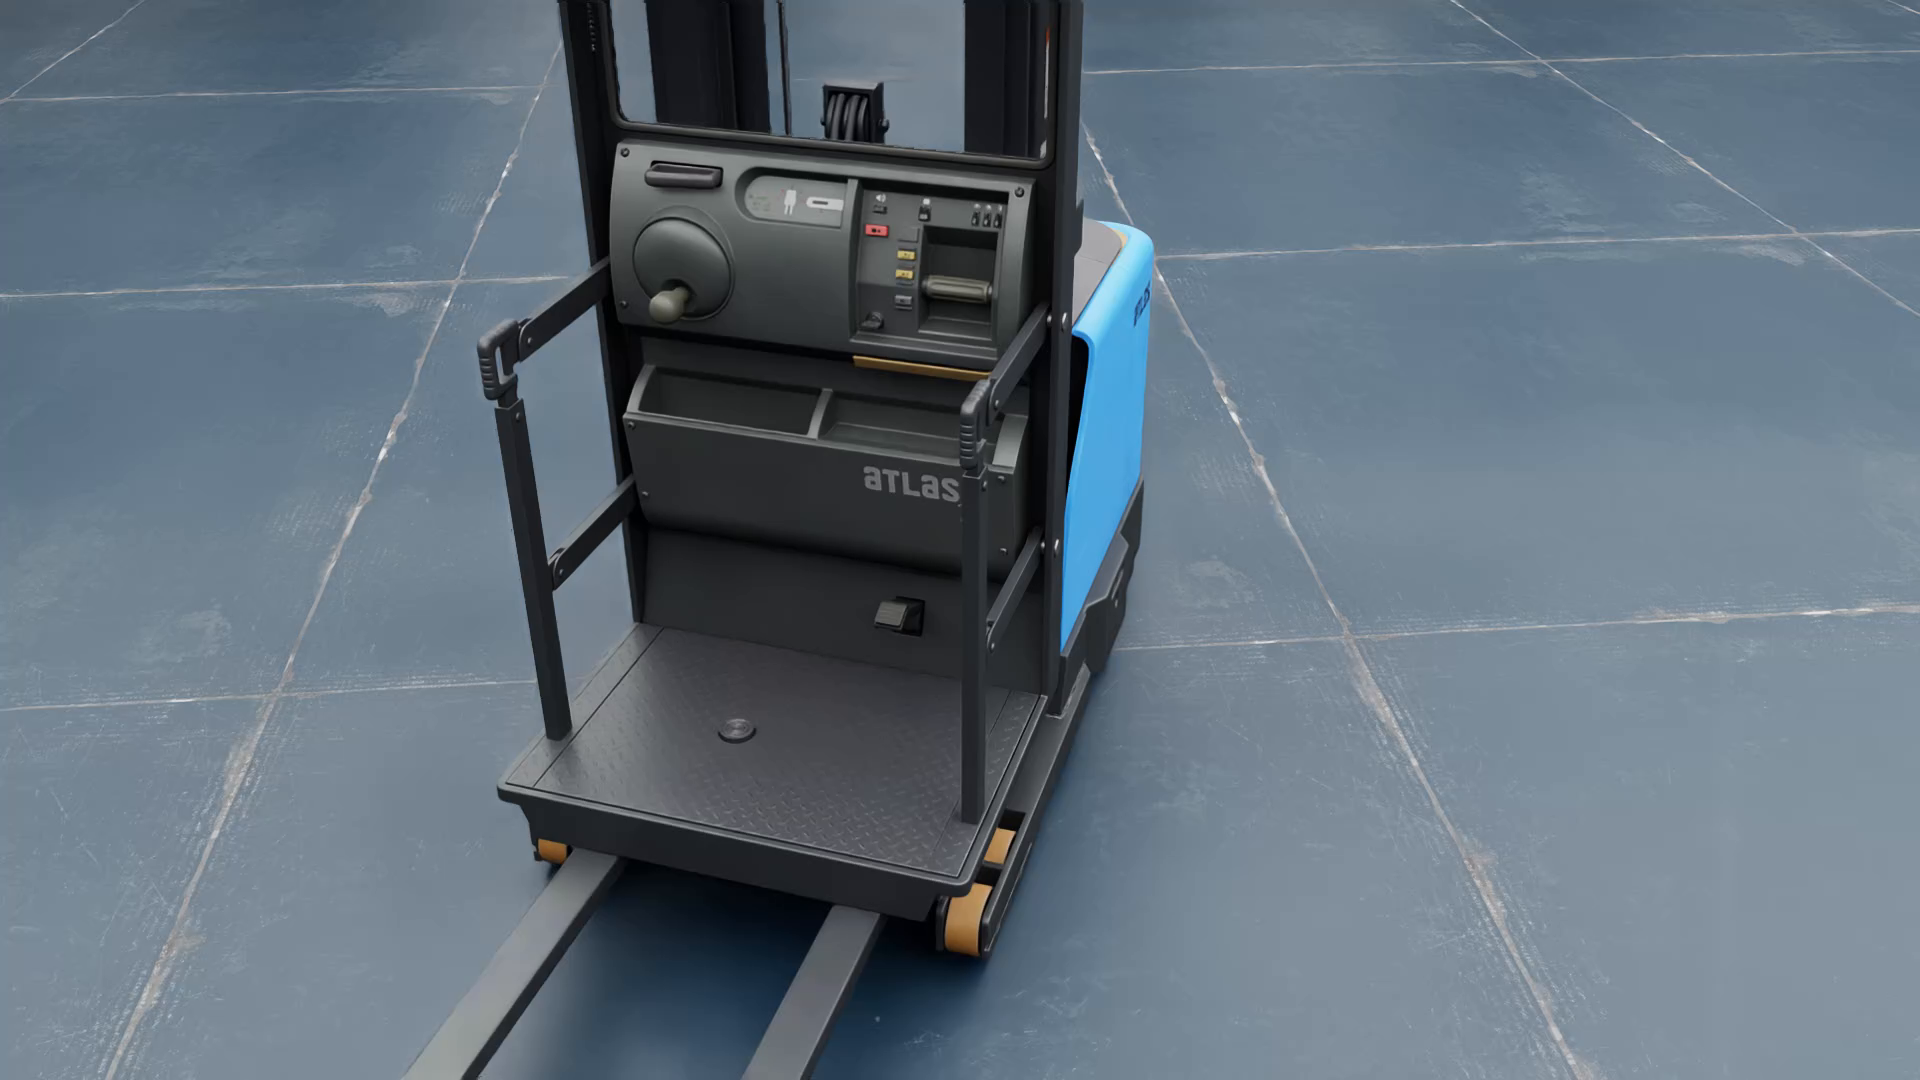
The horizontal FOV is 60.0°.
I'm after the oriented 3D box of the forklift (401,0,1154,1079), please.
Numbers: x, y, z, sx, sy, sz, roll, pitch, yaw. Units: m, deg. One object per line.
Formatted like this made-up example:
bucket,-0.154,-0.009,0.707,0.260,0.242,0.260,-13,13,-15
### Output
forklift,-0.368,-0.562,3.333,1.130,2.935,3.031,9,32,15
